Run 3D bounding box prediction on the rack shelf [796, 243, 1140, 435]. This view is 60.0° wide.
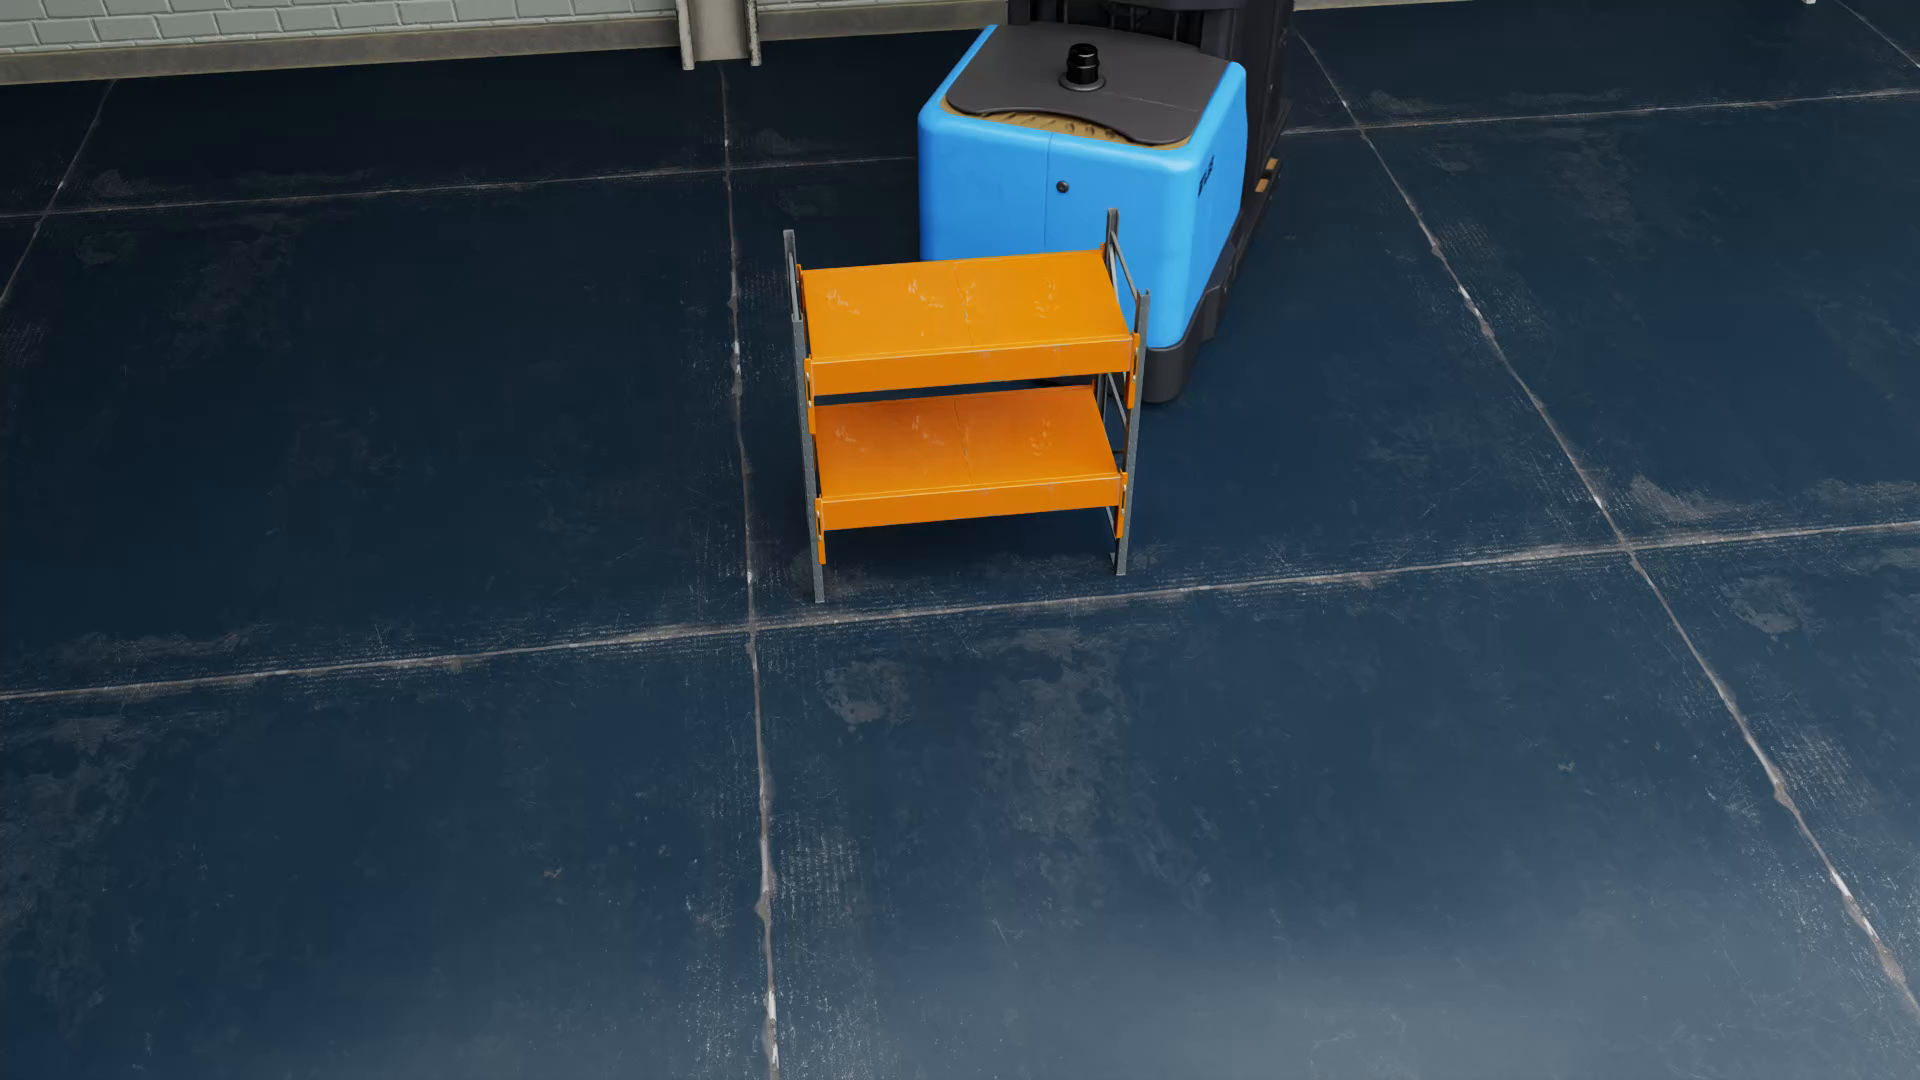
[{"bbox_3d":[0.007,-0.636,5.178,1.000,0.278,0.538,-5,42,-6],"label":"rack shelf"}]

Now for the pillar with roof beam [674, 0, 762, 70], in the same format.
[{"bbox_3d":[-0.662,-2.970,2.324,0.400,9.000,9.100,-5,42,-6],"label":"pillar with roof beam"}]

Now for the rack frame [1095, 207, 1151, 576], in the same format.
[{"bbox_3d":[0.511,-0.462,5.423,0.032,1.125,0.500,-5,42,-6],"label":"rack frame"}]

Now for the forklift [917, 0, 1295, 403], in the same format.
[{"bbox_3d":[0.810,-2.599,6.444,1.130,2.935,3.031,14,44,15],"label":"forklift"}]

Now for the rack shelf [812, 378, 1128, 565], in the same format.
[{"bbox_3d":[0.007,-0.237,5.538,1.000,0.278,0.538,-5,42,-6],"label":"rack shelf"}]

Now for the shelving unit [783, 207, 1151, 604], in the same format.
[{"bbox_3d":[0.007,-0.418,5.374,1.048,1.125,0.538,-5,42,-6],"label":"shelving unit"}]

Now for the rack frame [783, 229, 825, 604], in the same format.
[{"bbox_3d":[-0.497,-0.374,5.325,0.032,1.125,0.500,-5,42,-6],"label":"rack frame"}]
